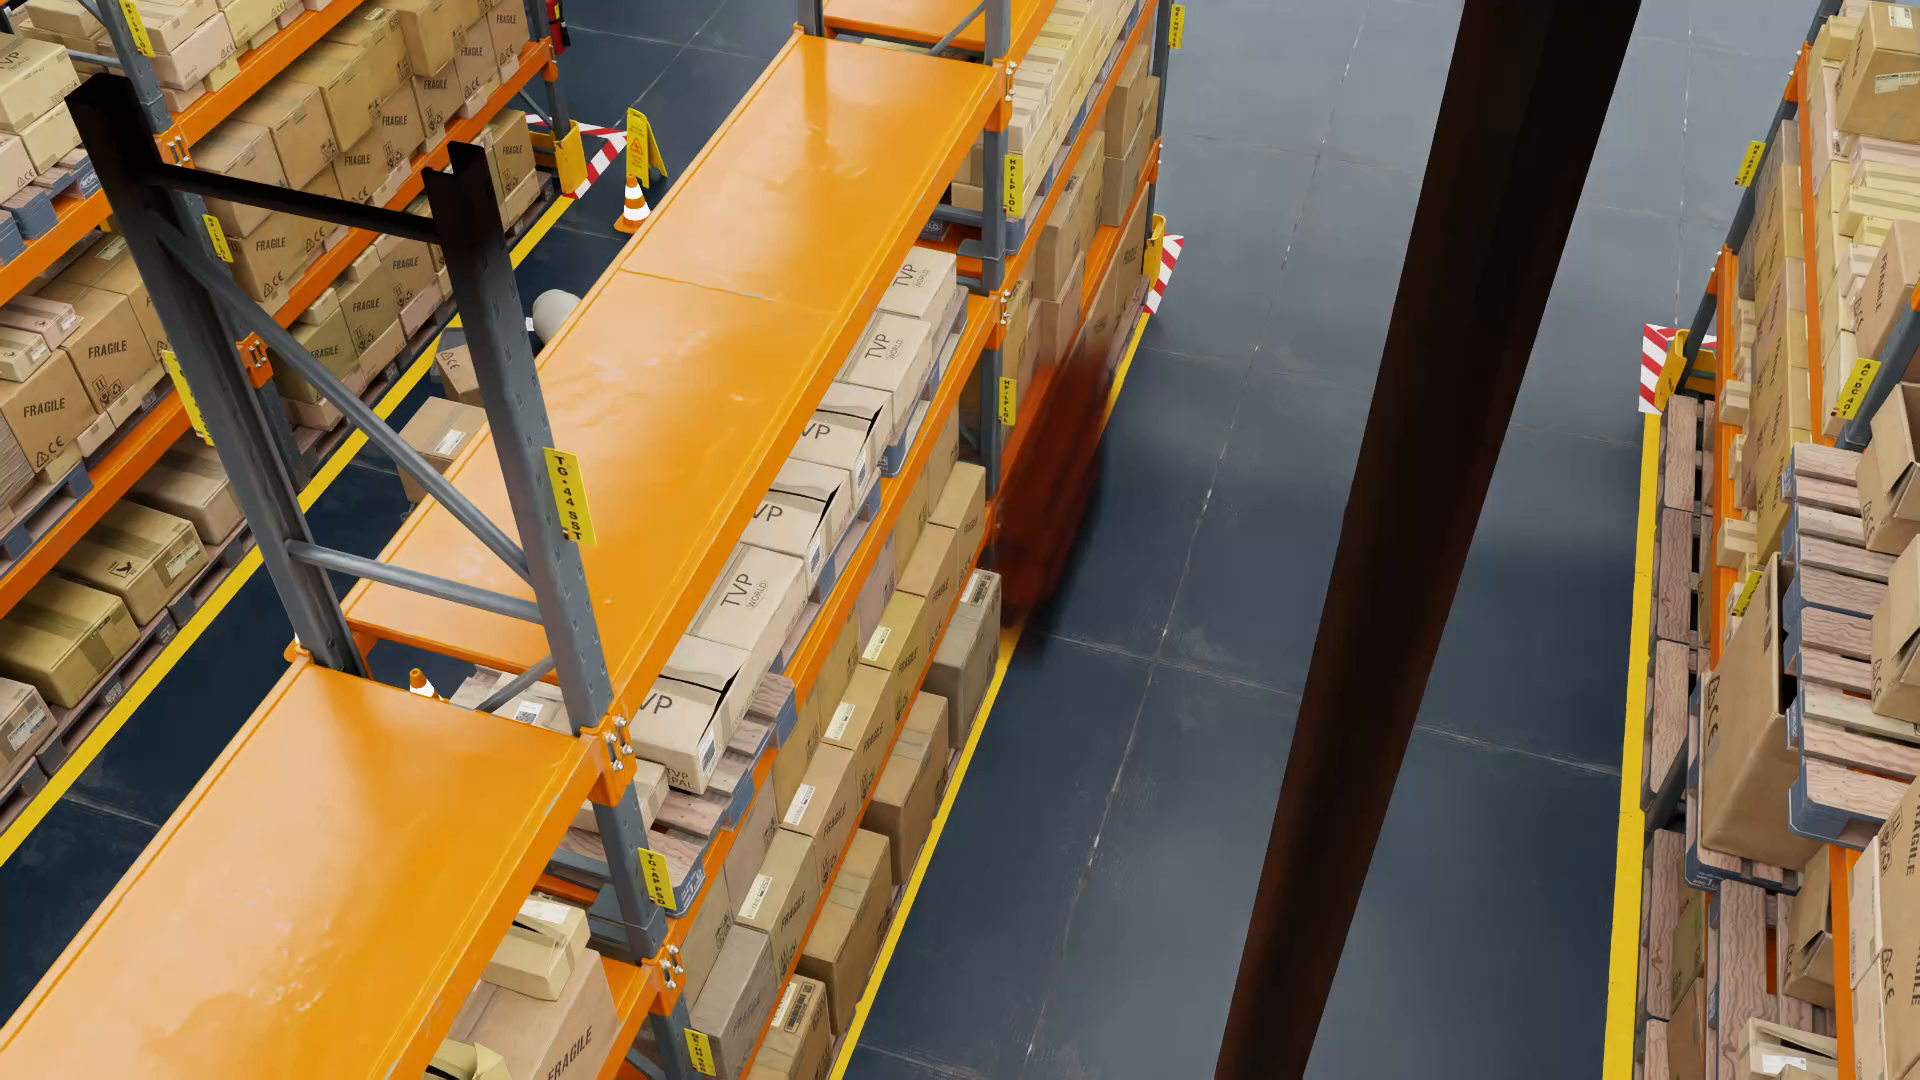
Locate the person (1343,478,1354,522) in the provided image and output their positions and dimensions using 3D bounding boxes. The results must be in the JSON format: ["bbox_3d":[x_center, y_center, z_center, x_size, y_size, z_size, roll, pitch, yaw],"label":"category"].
[{"bbox_3d":[2.536,0.033,9.893,0.565,1.714,0.460,14,47,14],"label":"person"}]
